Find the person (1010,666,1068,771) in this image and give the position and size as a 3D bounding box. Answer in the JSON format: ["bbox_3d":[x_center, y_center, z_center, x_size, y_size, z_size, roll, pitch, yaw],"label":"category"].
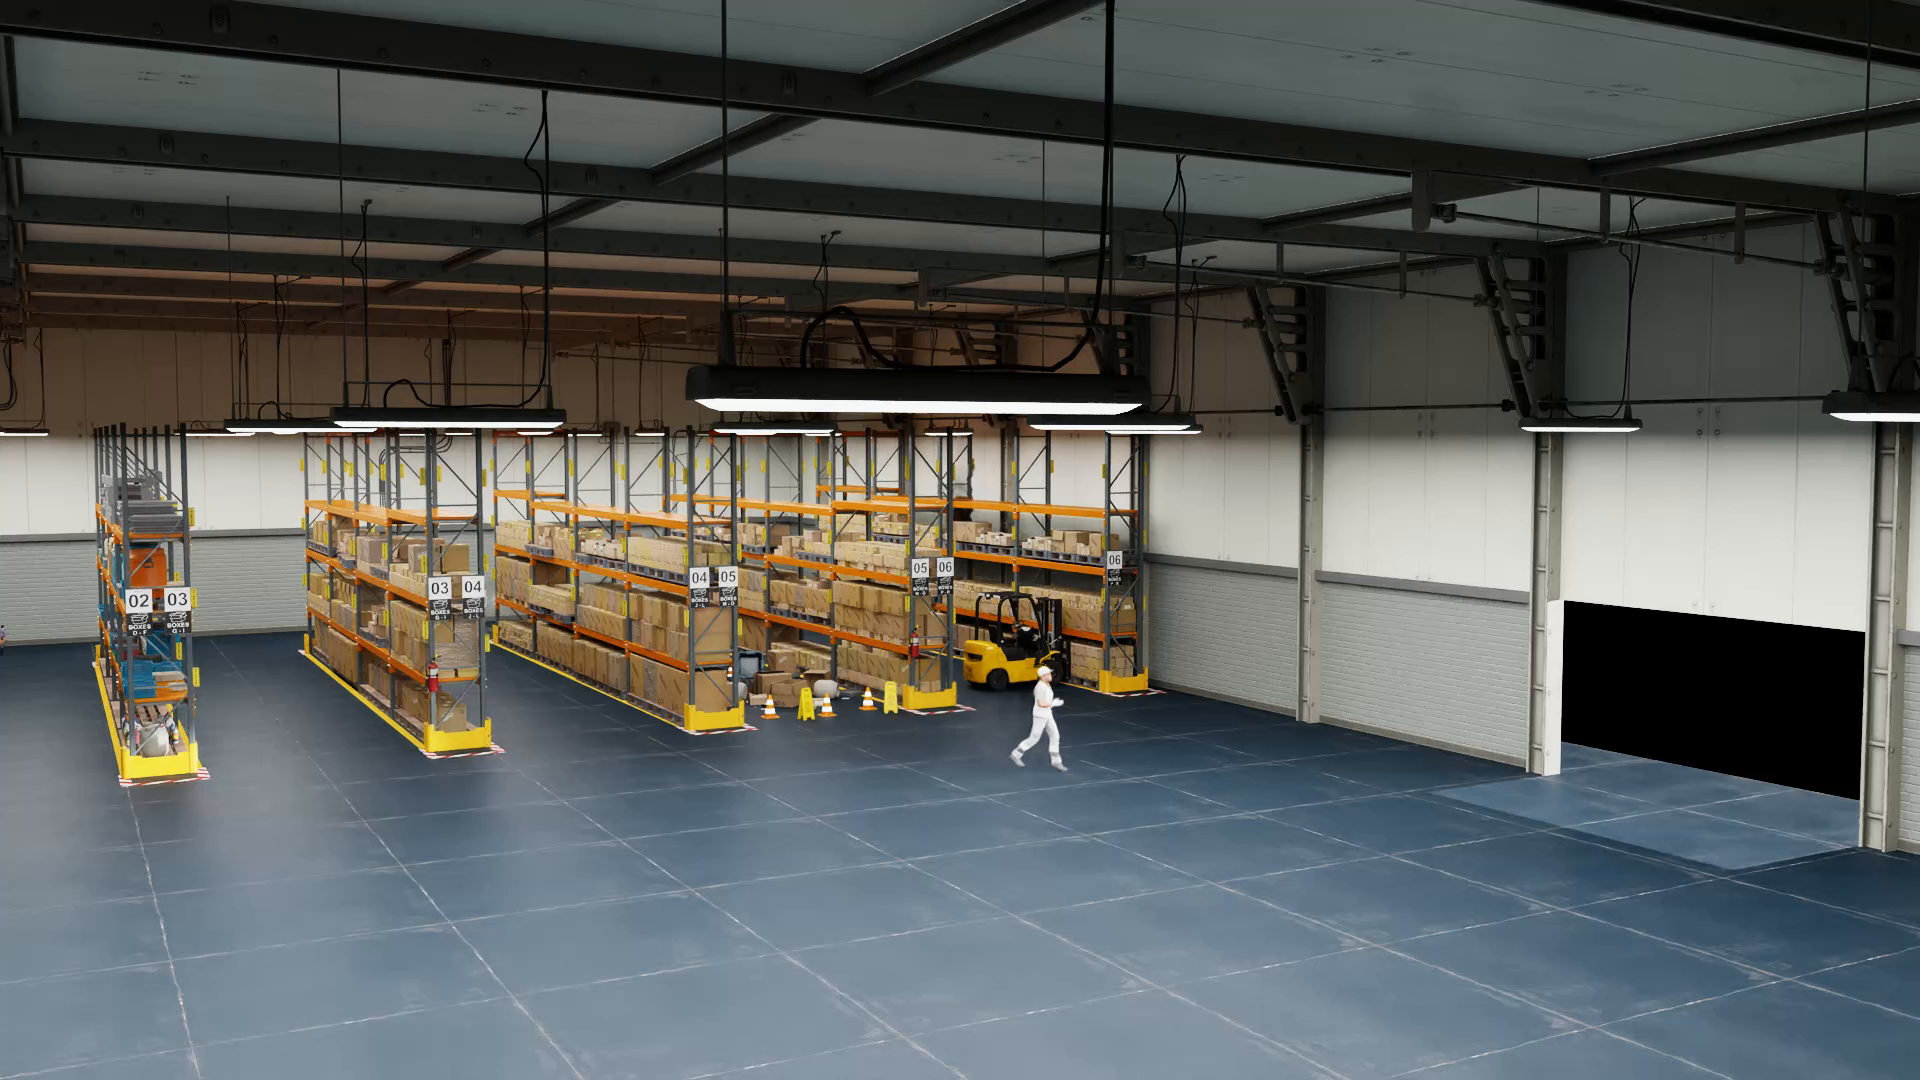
[{"bbox_3d":[1.378,3.082,28.739,0.980,1.813,0.673,1,4,18],"label":"person"}]

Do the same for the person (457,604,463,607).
[{"bbox_3d":[-14.168,2.057,47.235,0.718,1.685,0.699,2,4,27],"label":"person"}]

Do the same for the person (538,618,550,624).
[{"bbox_3d":[-12.308,1.977,48.671,0.868,1.610,0.548,-2,4,-35],"label":"person"}]

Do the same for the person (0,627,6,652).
[{"bbox_3d":[-22.403,2.595,38.453,0.623,1.672,0.813,-3,4,-38],"label":"person"}]
